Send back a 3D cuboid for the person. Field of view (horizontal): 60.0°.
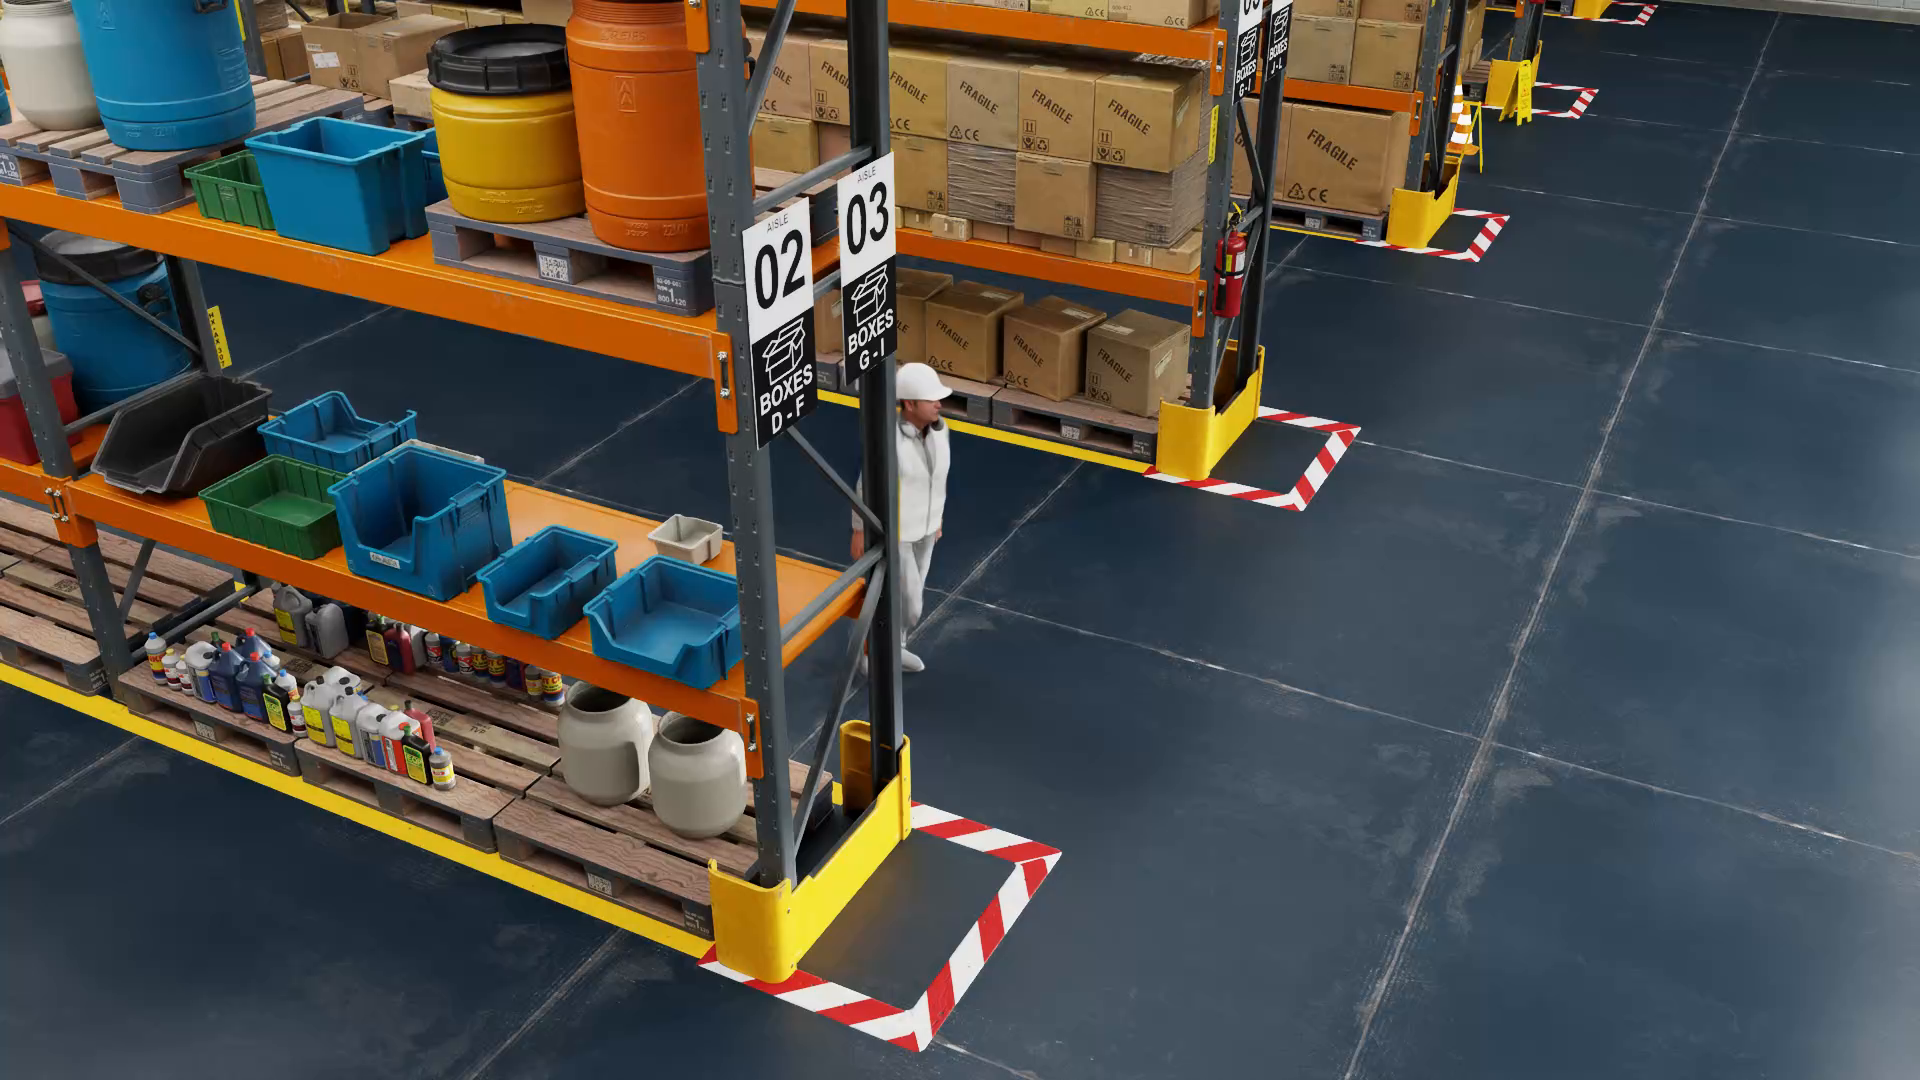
[{"bbox_3d":[-0.273,-0.083,8.381,0.474,1.761,0.568,23,37,34],"label":"person"}]
